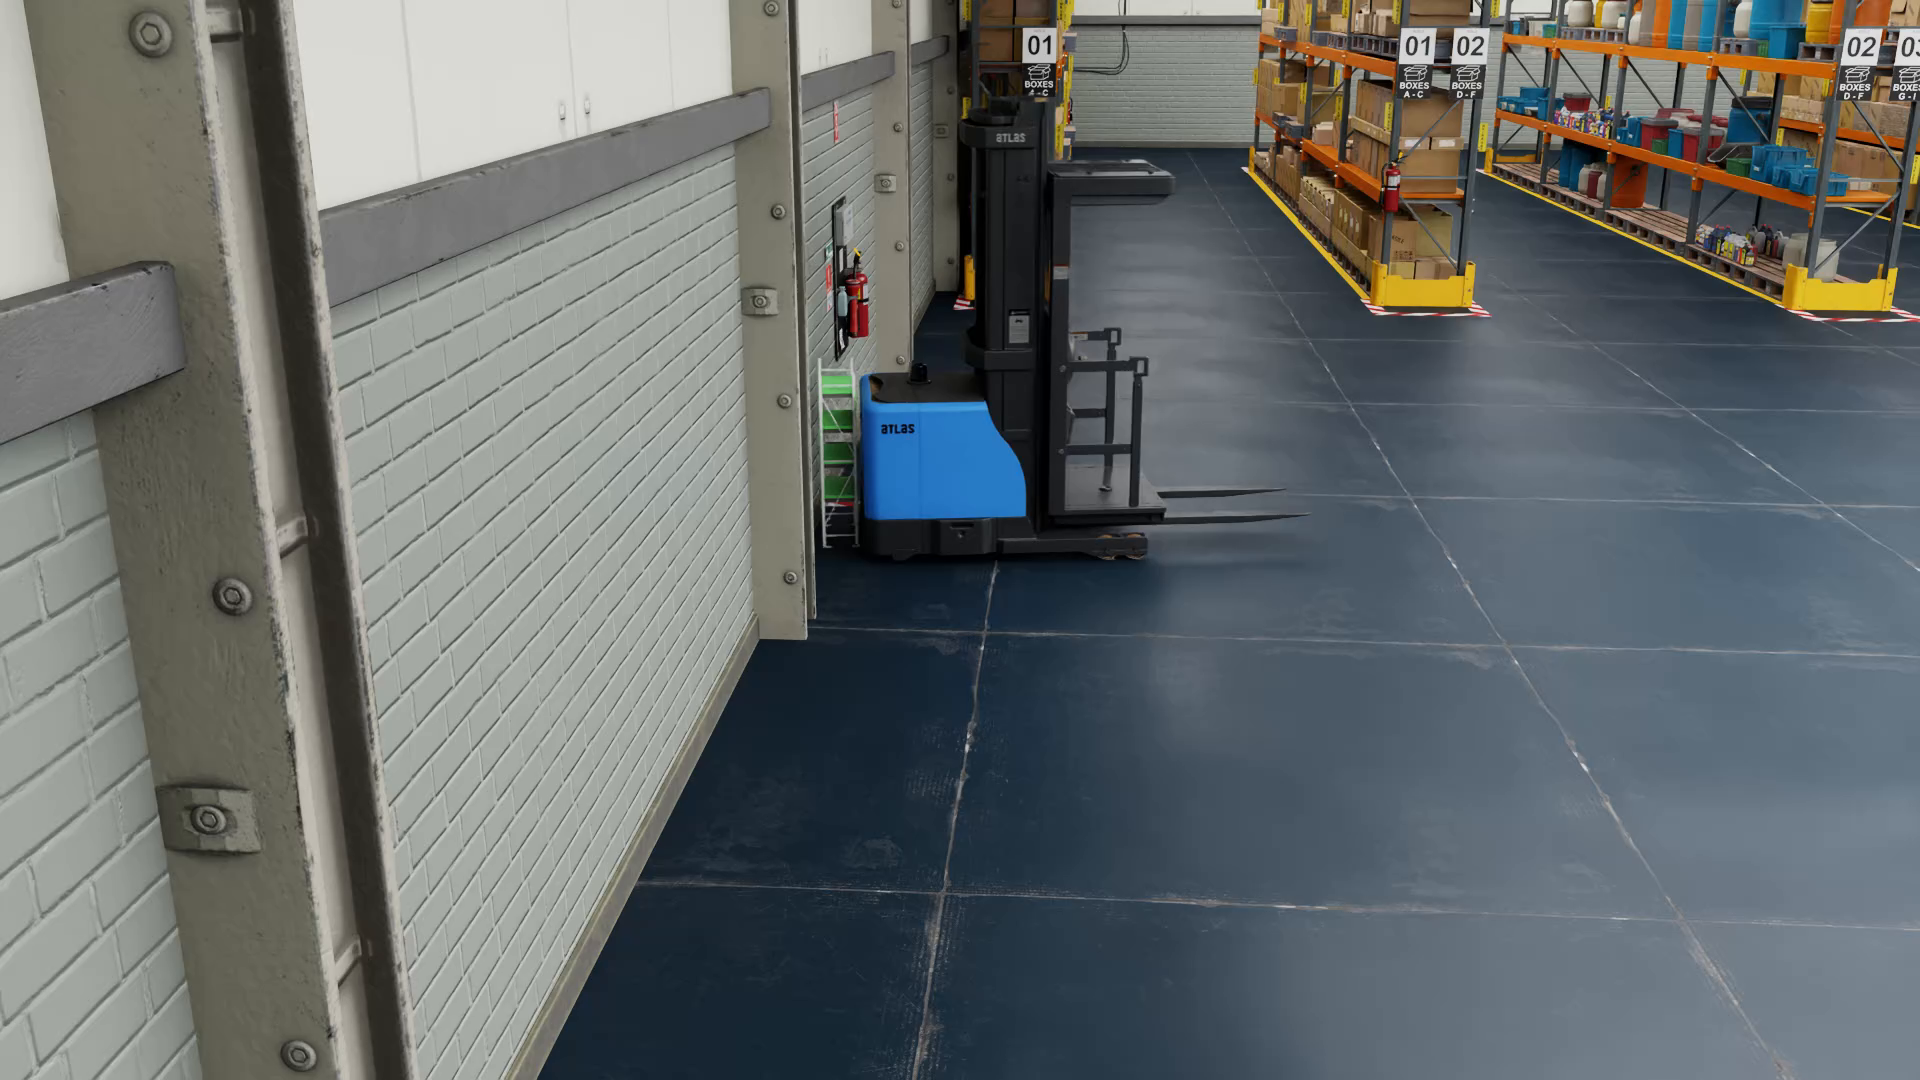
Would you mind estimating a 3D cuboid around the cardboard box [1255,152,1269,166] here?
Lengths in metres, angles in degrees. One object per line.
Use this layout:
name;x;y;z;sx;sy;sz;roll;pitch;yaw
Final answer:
cardboard box;6.369;-7.845;34.258;0.500;0.250;0.500;1;18;4

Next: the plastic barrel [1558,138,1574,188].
plastic barrel;11.324;-6.941;30.483;0.600;0.901;0.708;1;18;4

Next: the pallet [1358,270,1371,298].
pallet;5.593;-3.205;20.865;1.003;0.211;1.213;1;18;4

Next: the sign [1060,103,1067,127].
sign;1.467;-6.045;23.664;0.100;0.325;0.005;1;18;4

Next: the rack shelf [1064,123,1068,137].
rack shelf;1.355;-7.165;29.628;1.077;0.370;4.000;1;18;4

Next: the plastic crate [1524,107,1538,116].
plastic crate;11.205;-8.358;32.439;0.293;0.136;0.466;1;18;4

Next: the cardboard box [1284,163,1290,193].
cardboard box;6.055;-6.417;29.497;0.500;0.500;0.500;1;18;2

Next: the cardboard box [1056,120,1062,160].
cardboard box;1.018;-4.990;20.840;0.500;0.500;0.500;1;18;4

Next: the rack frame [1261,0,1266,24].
rack frame;6.727;-12.112;33.934;1.000;3.000;0.127;1;18;4

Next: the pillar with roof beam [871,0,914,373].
pillar with roof beam;3.690;-5.529;13.845;9.100;9.000;0.400;1;18;4

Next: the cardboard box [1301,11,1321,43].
cardboard box;6.188;-8.544;27.702;0.910;0.500;0.500;1;18;4

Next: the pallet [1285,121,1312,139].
pallet;6.132;-6.897;27.963;1.213;0.211;1.003;1;18;4

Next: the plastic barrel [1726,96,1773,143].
plastic barrel;11.137;-5.774;23.421;0.600;0.901;0.708;1;18;4

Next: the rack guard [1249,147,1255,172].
rack guard;6.721;-8.049;35.186;1.175;0.500;0.348;1;18;4

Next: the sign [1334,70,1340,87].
sign;6.994;-8.558;30.863;0.100;0.325;0.005;1;18;4

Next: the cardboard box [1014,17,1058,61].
cardboard box;0.912;-5.982;19.851;0.500;0.500;0.500;2;18;5

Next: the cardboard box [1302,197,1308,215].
cardboard box;5.788;-5.357;26.696;0.500;0.250;0.500;1;18;2

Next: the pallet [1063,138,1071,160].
pallet;1.125;-5.786;24.573;1.003;0.211;1.213;1;18;4

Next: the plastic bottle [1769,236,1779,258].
plastic bottle;10.889;-3.926;22.243;0.061;0.283;0.133;1;18;4

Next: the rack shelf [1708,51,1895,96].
rack shelf;10.663;-5.885;20.903;1.077;0.370;4.000;1;18;4

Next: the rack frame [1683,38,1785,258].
rack frame;10.807;-5.422;23.154;1.000;3.000;0.127;1;18;4

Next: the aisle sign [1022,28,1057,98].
aisle sign;0.933;-5.607;19.544;0.394;0.787;0.004;1;18;4

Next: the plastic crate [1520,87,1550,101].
plastic crate;11.829;-9.086;34.183;0.616;0.435;0.499;1;18;4

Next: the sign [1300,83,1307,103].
sign;5.611;-7.298;27.146;0.100;0.325;0.005;1;18;4

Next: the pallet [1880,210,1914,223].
pallet;16.166;-5.472;27.784;1.003;0.211;1.213;1;18;4

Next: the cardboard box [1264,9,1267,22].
cardboard box;6.387;-10.544;33.404;0.500;0.250;0.500;1;18;4

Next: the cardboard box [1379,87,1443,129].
cardboard box;5.697;-5.437;20.954;0.700;0.500;0.500;1;18;4

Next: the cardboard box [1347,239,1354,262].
cardboard box;5.419;-3.824;22.017;0.500;0.250;0.500;1;18;4

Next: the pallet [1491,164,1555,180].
pallet;11.569;-7.569;34.183;1.003;0.211;1.213;1;18;4

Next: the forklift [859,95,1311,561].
forklift;0.839;-1.422;11.055;3.031;2.935;1.130;-2;18;-5

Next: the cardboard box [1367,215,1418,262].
cardboard box;5.321;-3.714;20.478;0.500;0.500;0.500;1;18;4

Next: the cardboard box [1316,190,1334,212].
cardboard box;5.679;-5.142;25.140;0.500;0.311;0.500;1;18;4

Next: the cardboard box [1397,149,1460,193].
cardboard box;5.626;-4.484;20.129;0.700;0.500;0.500;1;18;4

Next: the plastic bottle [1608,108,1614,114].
plastic bottle;11.628;-7.533;29.675;0.144;0.351;0.185;1;18;4

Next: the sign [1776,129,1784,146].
sign;11.355;-5.538;23.063;0.100;0.325;0.005;1;18;4

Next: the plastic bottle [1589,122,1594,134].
plastic bottle;10.789;-7.024;28.361;0.097;0.201;0.097;0;18;0

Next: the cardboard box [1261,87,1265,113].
cardboard box;6.361;-8.860;33.486;0.500;0.500;0.500;1;18;4

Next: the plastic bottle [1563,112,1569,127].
plastic bottle;10.905;-7.561;29.889;0.097;0.271;0.097;0;18;0

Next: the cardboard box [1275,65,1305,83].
cardboard box;6.218;-8.704;31.403;0.500;0.500;0.500;1;18;4

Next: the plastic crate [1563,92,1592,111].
plastic crate;11.695;-8.237;31.546;0.402;0.464;0.583;1;18;4

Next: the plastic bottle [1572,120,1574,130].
plastic bottle;10.865;-7.354;29.369;0.097;0.201;0.097;0;18;0

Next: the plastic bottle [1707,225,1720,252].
plastic bottle;10.335;-4.131;22.761;0.144;0.351;0.185;2;18;5

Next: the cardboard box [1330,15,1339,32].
cardboard box;6.177;-8.188;26.343;0.500;0.250;0.500;0;18;0

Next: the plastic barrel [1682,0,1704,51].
plastic barrel;10.674;-7.452;23.725;0.600;0.901;0.600;0;18;0

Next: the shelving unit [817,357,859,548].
shelving unit;-0.830;-0.599;11.323;0.258;1.200;0.503;-2;18;-5

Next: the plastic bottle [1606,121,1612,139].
plastic bottle;10.697;-6.744;27.376;0.061;0.283;0.133;1;18;4

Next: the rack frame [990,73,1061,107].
rack frame;0.925;-5.643;23.828;1.000;3.000;0.127;1;18;4

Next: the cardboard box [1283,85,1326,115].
cardboard box;6.197;-7.909;29.906;0.700;0.500;0.500;4;19;13

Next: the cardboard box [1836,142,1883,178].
cardboard box;16.231;-6.509;29.209;1.225;0.875;0.875;1;18;2

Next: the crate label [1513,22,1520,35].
crate label;11.279;-10.225;33.231;0.408;0.251;0.502;1;18;4

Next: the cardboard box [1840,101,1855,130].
cardboard box;16.003;-7.550;29.488;0.500;0.500;0.500;1;18;4

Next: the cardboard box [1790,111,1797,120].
cardboard box;16.089;-8.099;31.725;0.380;0.149;0.250;2;18;5

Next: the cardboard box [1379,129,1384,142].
cardboard box;5.491;-5.091;20.940;0.380;0.149;0.250;2;18;6

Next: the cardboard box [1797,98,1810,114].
cardboard box;16.125;-8.170;31.303;0.500;0.250;0.500;2;18;6
